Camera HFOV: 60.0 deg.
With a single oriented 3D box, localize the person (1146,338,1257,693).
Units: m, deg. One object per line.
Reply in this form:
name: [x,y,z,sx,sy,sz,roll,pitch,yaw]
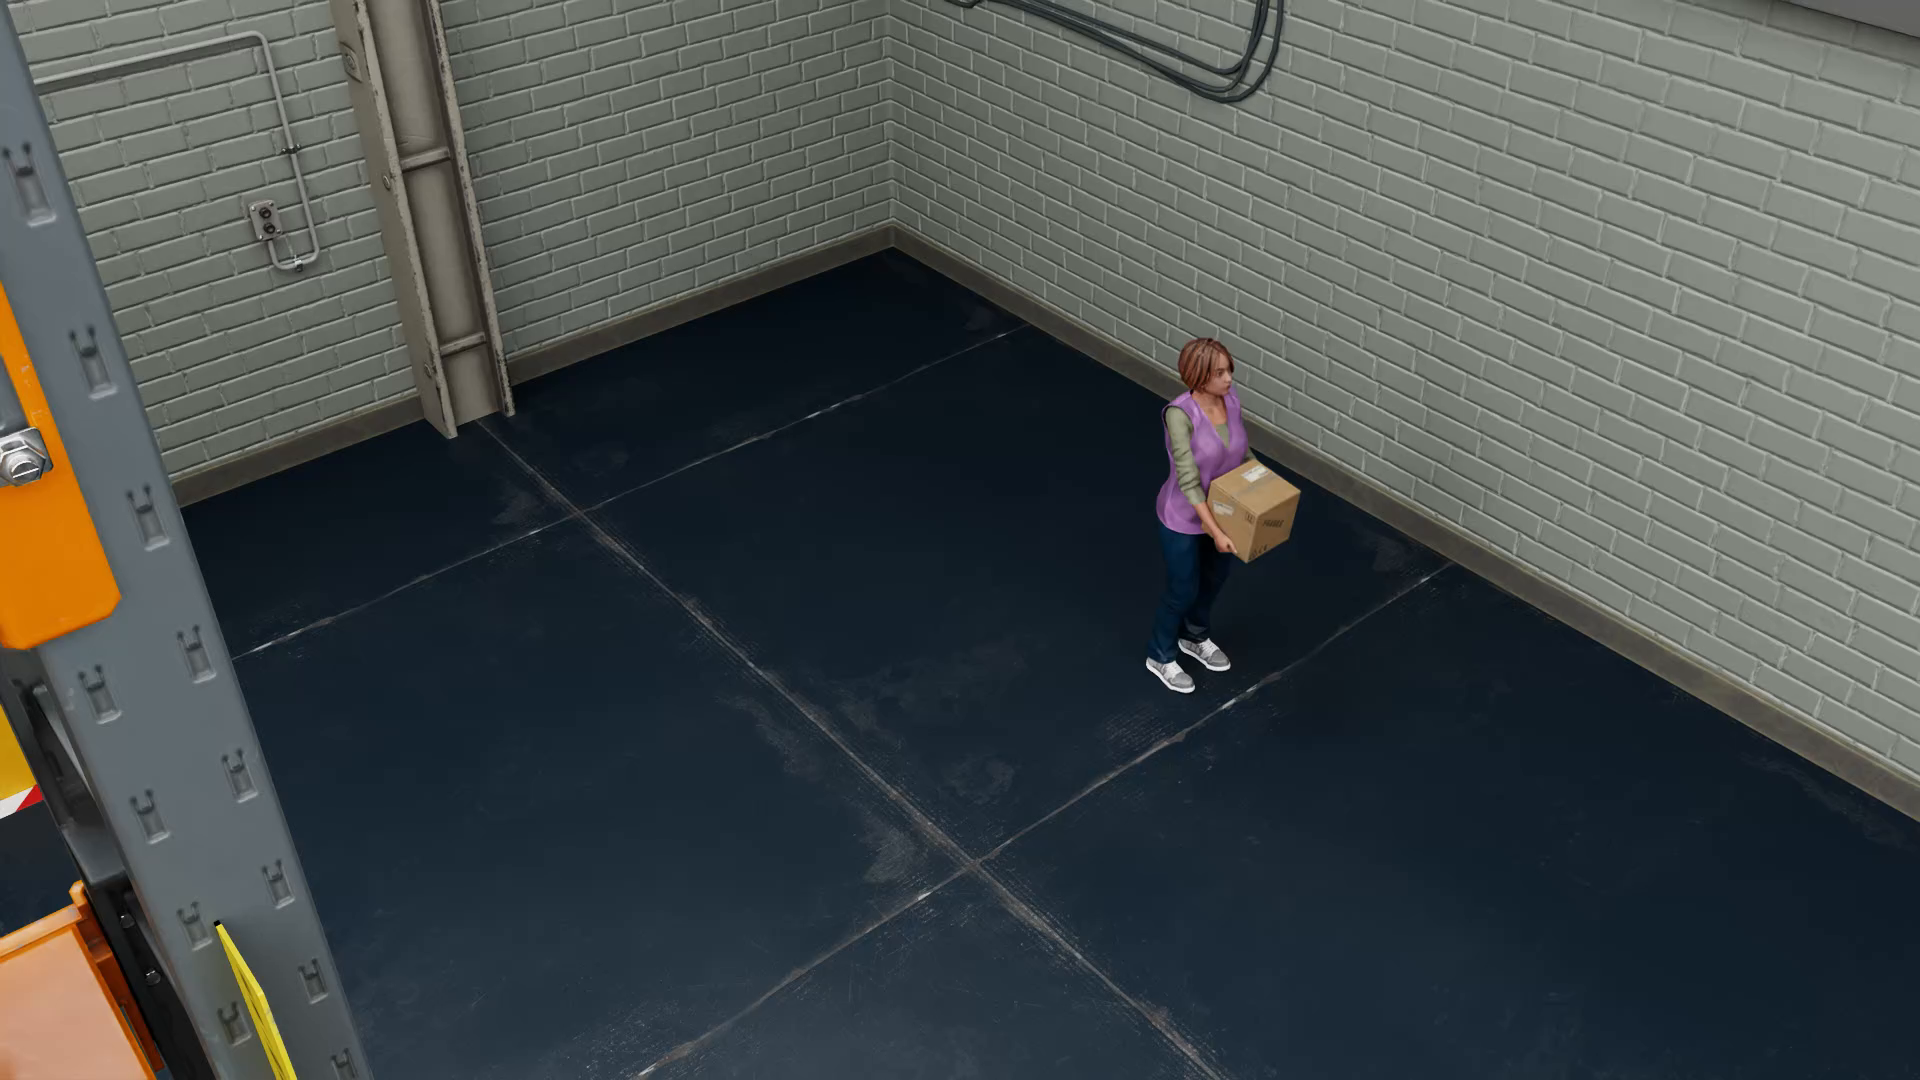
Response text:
person: [1.029,-0.054,6.746,0.406,1.574,0.492,-26,44,-31]
